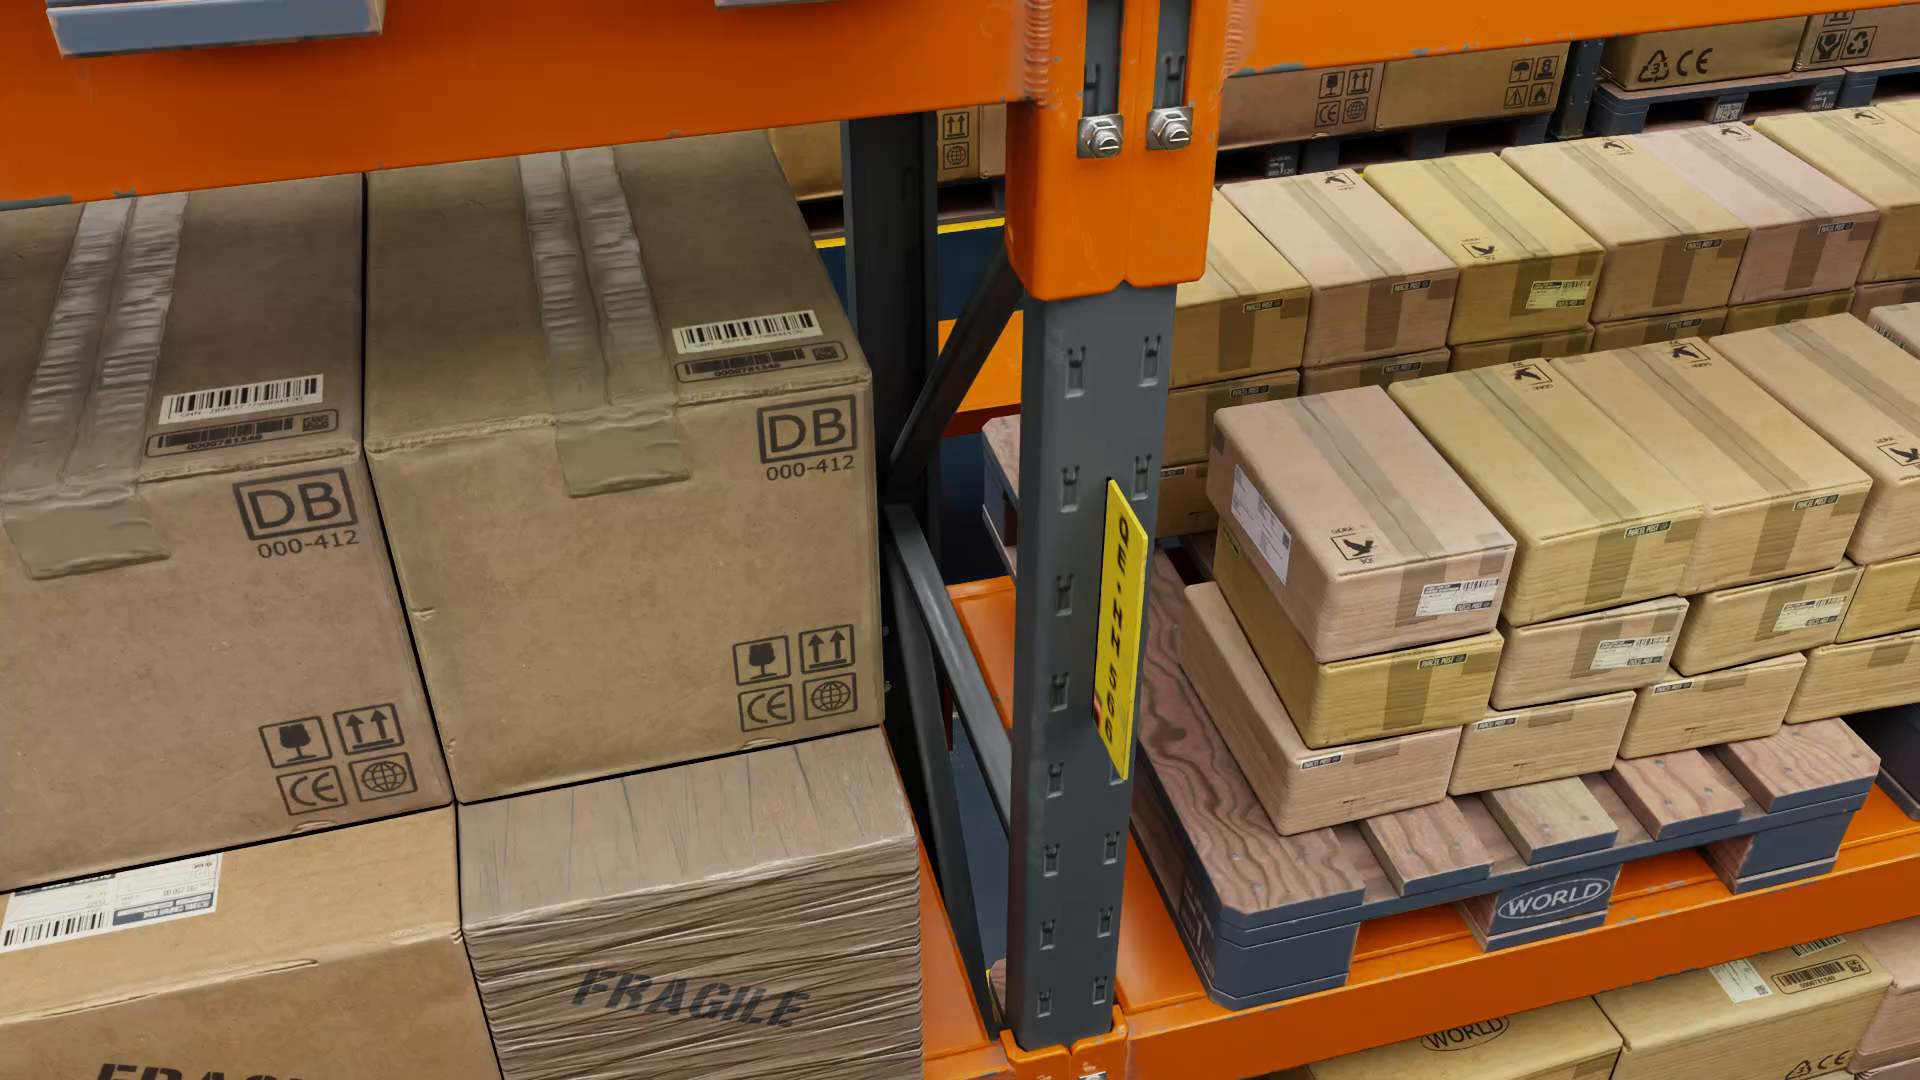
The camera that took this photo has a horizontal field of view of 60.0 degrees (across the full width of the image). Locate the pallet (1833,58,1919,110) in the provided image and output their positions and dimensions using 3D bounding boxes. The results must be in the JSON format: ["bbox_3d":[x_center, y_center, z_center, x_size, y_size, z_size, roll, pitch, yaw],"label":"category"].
[{"bbox_3d":[4.615,-2.489,8.330,1.213,0.211,1.003,-9,38,-12],"label":"pallet"}]

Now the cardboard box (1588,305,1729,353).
[{"bbox_3d":[1.124,-0.424,2.951,0.250,0.149,0.380,-9,38,-12],"label":"cardboard box"}]

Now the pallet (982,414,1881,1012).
[{"bbox_3d":[0.674,0.133,2.765,1.003,0.211,1.213,-9,38,-12],"label":"pallet"}]

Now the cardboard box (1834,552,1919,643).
[{"bbox_3d":[1.294,-0.040,2.450,0.250,0.149,0.380,-9,38,-12],"label":"cardboard box"}]

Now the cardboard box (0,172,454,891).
[{"bbox_3d":[-0.910,-0.058,1.952,0.500,0.500,0.700,-10,39,-13],"label":"cardboard box"}]

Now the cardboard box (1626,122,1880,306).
[{"bbox_3d":[1.355,-0.576,2.906,0.250,0.149,0.380,-9,38,-12],"label":"cardboard box"}]

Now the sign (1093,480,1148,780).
[{"bbox_3d":[0.162,0.098,1.700,0.005,0.325,0.100,-9,38,-12],"label":"sign"}]

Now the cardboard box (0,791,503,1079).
[{"bbox_3d":[-0.833,0.500,2.045,0.500,0.500,0.500,-9,38,-12],"label":"cardboard box"}]

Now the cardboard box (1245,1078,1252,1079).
[{"bbox_3d":[0.763,1.096,3.060,0.500,0.500,0.500,-11,39,-14],"label":"cardboard box"}]

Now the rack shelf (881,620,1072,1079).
[{"bbox_3d":[-1.917,0.835,2.282,4.000,0.370,1.077,-9,38,-12],"label":"rack shelf"}]

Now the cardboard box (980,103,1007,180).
[{"bbox_3d":[0.353,-2.249,7.125,0.875,0.875,1.225,-9,38,-12],"label":"cardboard box"}]

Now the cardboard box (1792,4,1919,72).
[{"bbox_3d":[4.207,-2.849,7.909,0.875,0.875,0.875,-9,38,-12],"label":"cardboard box"}]

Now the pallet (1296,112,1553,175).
[{"bbox_3d":[1.955,-2.052,7.759,1.213,0.211,1.003,-9,38,-12],"label":"pallet"}]

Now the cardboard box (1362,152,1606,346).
[{"bbox_3d":[0.863,-0.497,2.803,0.250,0.149,0.380,-8,38,-11],"label":"cardboard box"}]

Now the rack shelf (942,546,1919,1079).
[{"bbox_3d":[1.945,0.202,3.110,4.000,0.370,1.077,-9,38,-12],"label":"rack shelf"}]

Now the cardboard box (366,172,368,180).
[{"bbox_3d":[-2.355,-1.661,6.648,0.500,0.500,0.700,-12,39,-16],"label":"cardboard box"}]

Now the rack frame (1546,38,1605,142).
[{"bbox_3d":[2.680,-3.326,7.130,0.127,3.000,1.000,-9,38,-12],"label":"rack frame"}]

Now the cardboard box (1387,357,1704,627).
[{"bbox_3d":[0.769,-0.074,2.250,0.250,0.149,0.380,-10,39,-13],"label":"cardboard box"}]

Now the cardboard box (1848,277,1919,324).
[{"bbox_3d":[1.617,-0.503,3.056,0.250,0.149,0.380,-8,38,-11],"label":"cardboard box"}]

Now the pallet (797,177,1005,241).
[{"bbox_3d":[-0.401,-1.666,7.254,1.213,0.211,1.003,-9,38,-12],"label":"pallet"}]

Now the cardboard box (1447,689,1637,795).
[{"bbox_3d":[0.758,0.171,2.419,0.250,0.149,0.380,-8,38,-10],"label":"cardboard box"}]

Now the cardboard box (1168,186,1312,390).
[{"bbox_3d":[0.368,-0.417,2.698,0.250,0.149,0.380,-11,39,-14],"label":"cardboard box"}]

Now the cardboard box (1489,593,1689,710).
[{"bbox_3d":[0.794,0.044,2.339,0.250,0.149,0.380,-8,38,-10],"label":"cardboard box"}]

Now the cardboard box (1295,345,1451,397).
[{"bbox_3d":[0.629,-0.341,2.843,0.250,0.149,0.380,-8,38,-10],"label":"cardboard box"}]

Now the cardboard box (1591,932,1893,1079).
[{"bbox_3d":[1.232,0.713,2.943,0.500,0.250,0.500,-10,38,-12],"label":"cardboard box"}]

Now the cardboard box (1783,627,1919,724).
[{"bbox_3d":[1.278,0.084,2.532,0.250,0.149,0.380,-8,38,-10],"label":"cardboard box"}]

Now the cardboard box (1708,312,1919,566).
[{"bbox_3d":[1.263,-0.152,2.352,0.250,0.149,0.380,-11,39,-14],"label":"cardboard box"}]

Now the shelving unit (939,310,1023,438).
[{"bbox_3d":[-0.074,-0.584,4.779,1.083,1.500,0.587,-9,38,-12],"label":"shelving unit"}]

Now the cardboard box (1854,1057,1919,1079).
[{"bbox_3d":[1.742,0.930,3.277,0.500,0.500,0.500,-10,39,-13],"label":"cardboard box"}]

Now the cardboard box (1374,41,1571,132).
[{"bbox_3d":[2.067,-2.536,7.500,0.875,0.875,1.225,-9,38,-12],"label":"cardboard box"}]

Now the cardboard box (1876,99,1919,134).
[{"bbox_3d":[1.868,-0.662,3.017,0.250,0.149,0.380,-8,38,-11],"label":"cardboard box"}]
